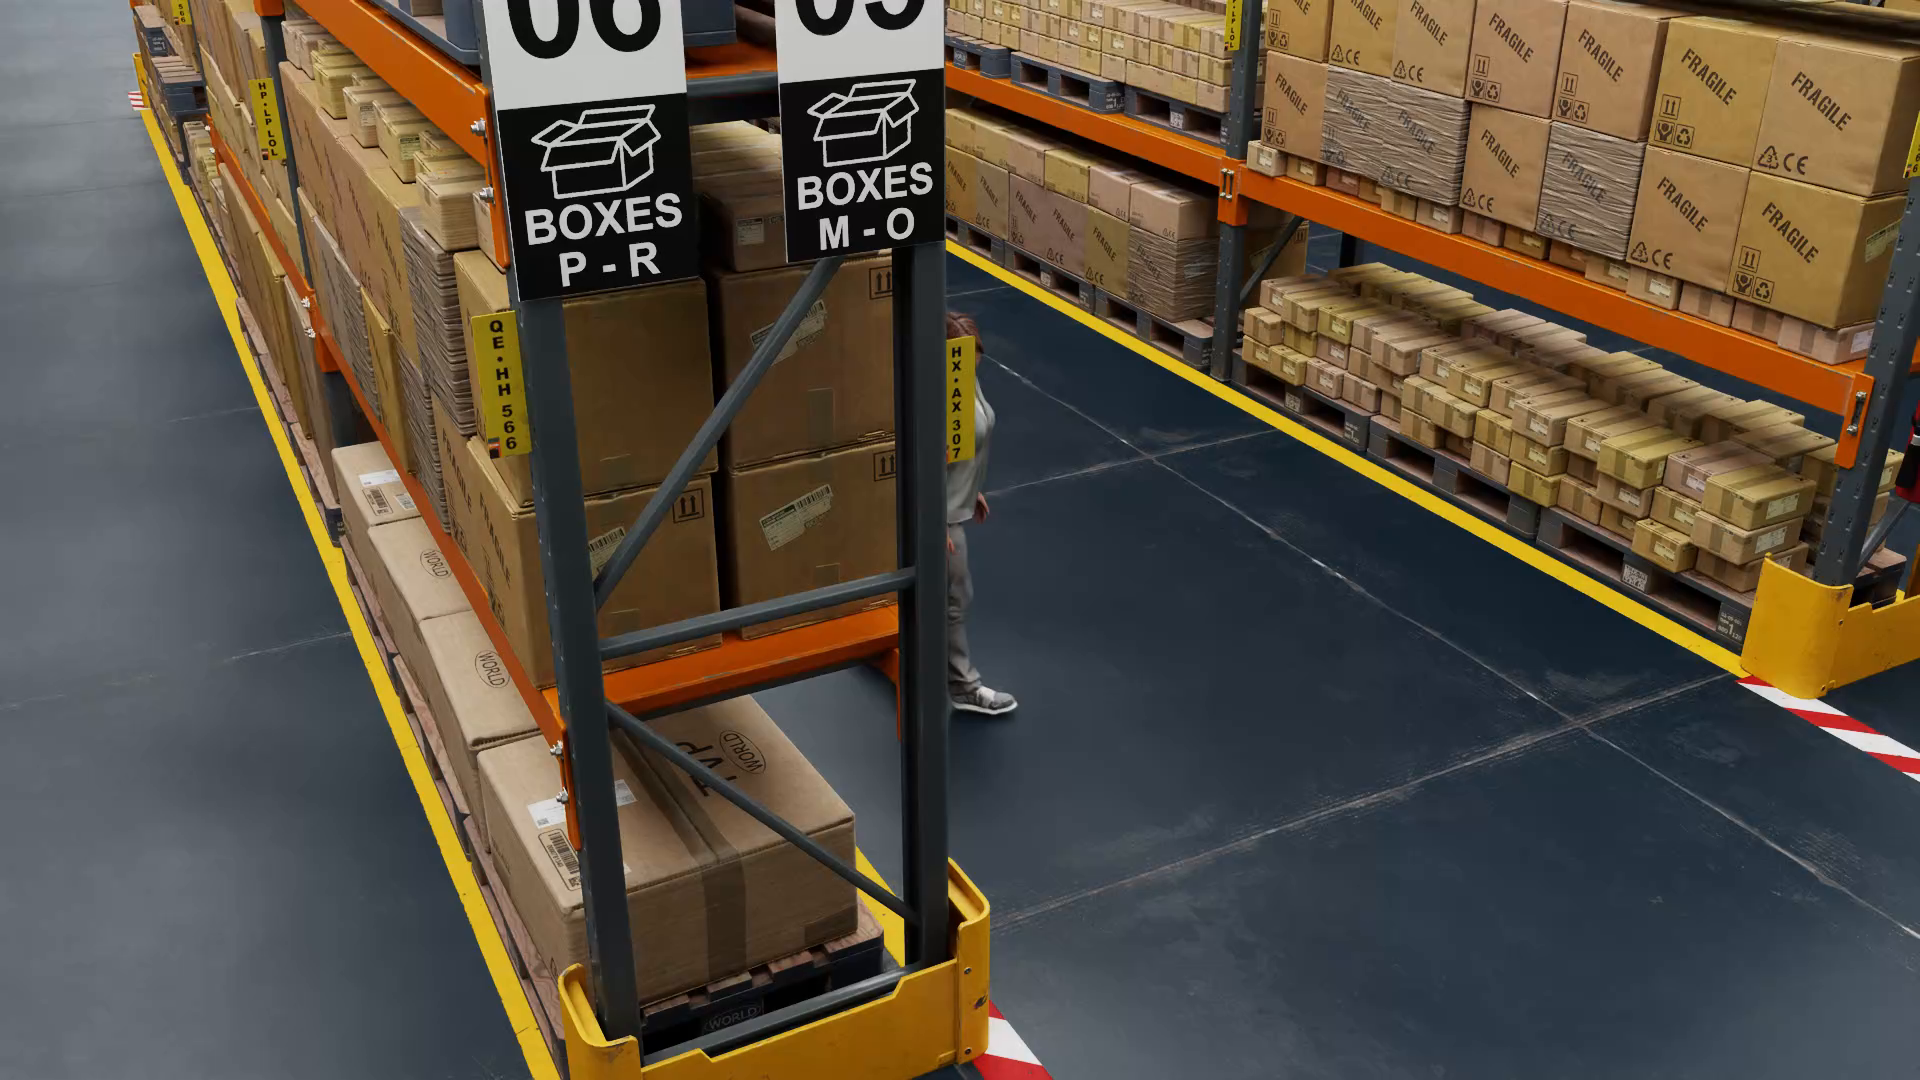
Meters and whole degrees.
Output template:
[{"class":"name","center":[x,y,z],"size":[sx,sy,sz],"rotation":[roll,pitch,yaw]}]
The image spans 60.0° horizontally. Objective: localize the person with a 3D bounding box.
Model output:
[{"class":"person","center":[-0.028,-0.102,6.299],"size":[0.545,1.573,0.496],"rotation":[3,26,7]}]
